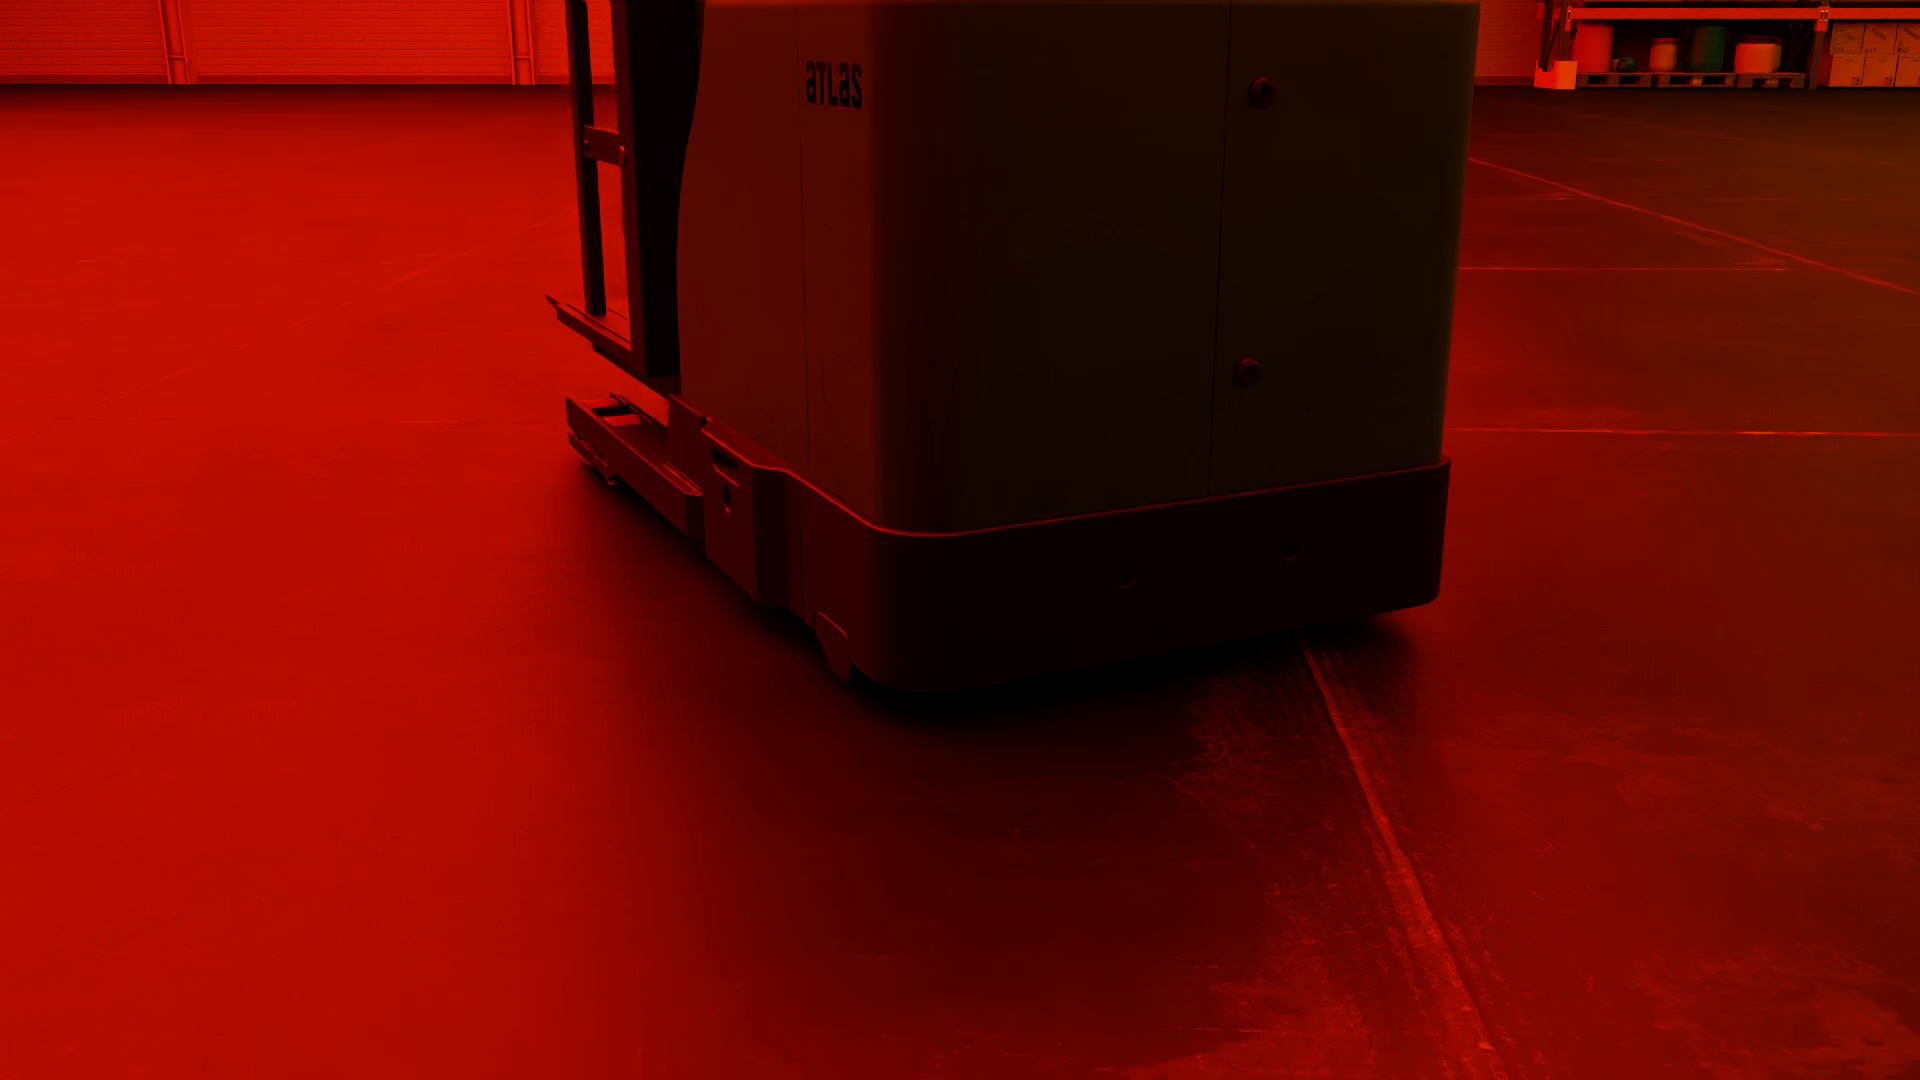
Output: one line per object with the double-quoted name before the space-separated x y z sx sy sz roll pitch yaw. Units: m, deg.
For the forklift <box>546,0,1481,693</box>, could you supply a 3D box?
"forklift" -0.277 -1.569 3.483 1.130 2.935 3.031 -8 19 -25
